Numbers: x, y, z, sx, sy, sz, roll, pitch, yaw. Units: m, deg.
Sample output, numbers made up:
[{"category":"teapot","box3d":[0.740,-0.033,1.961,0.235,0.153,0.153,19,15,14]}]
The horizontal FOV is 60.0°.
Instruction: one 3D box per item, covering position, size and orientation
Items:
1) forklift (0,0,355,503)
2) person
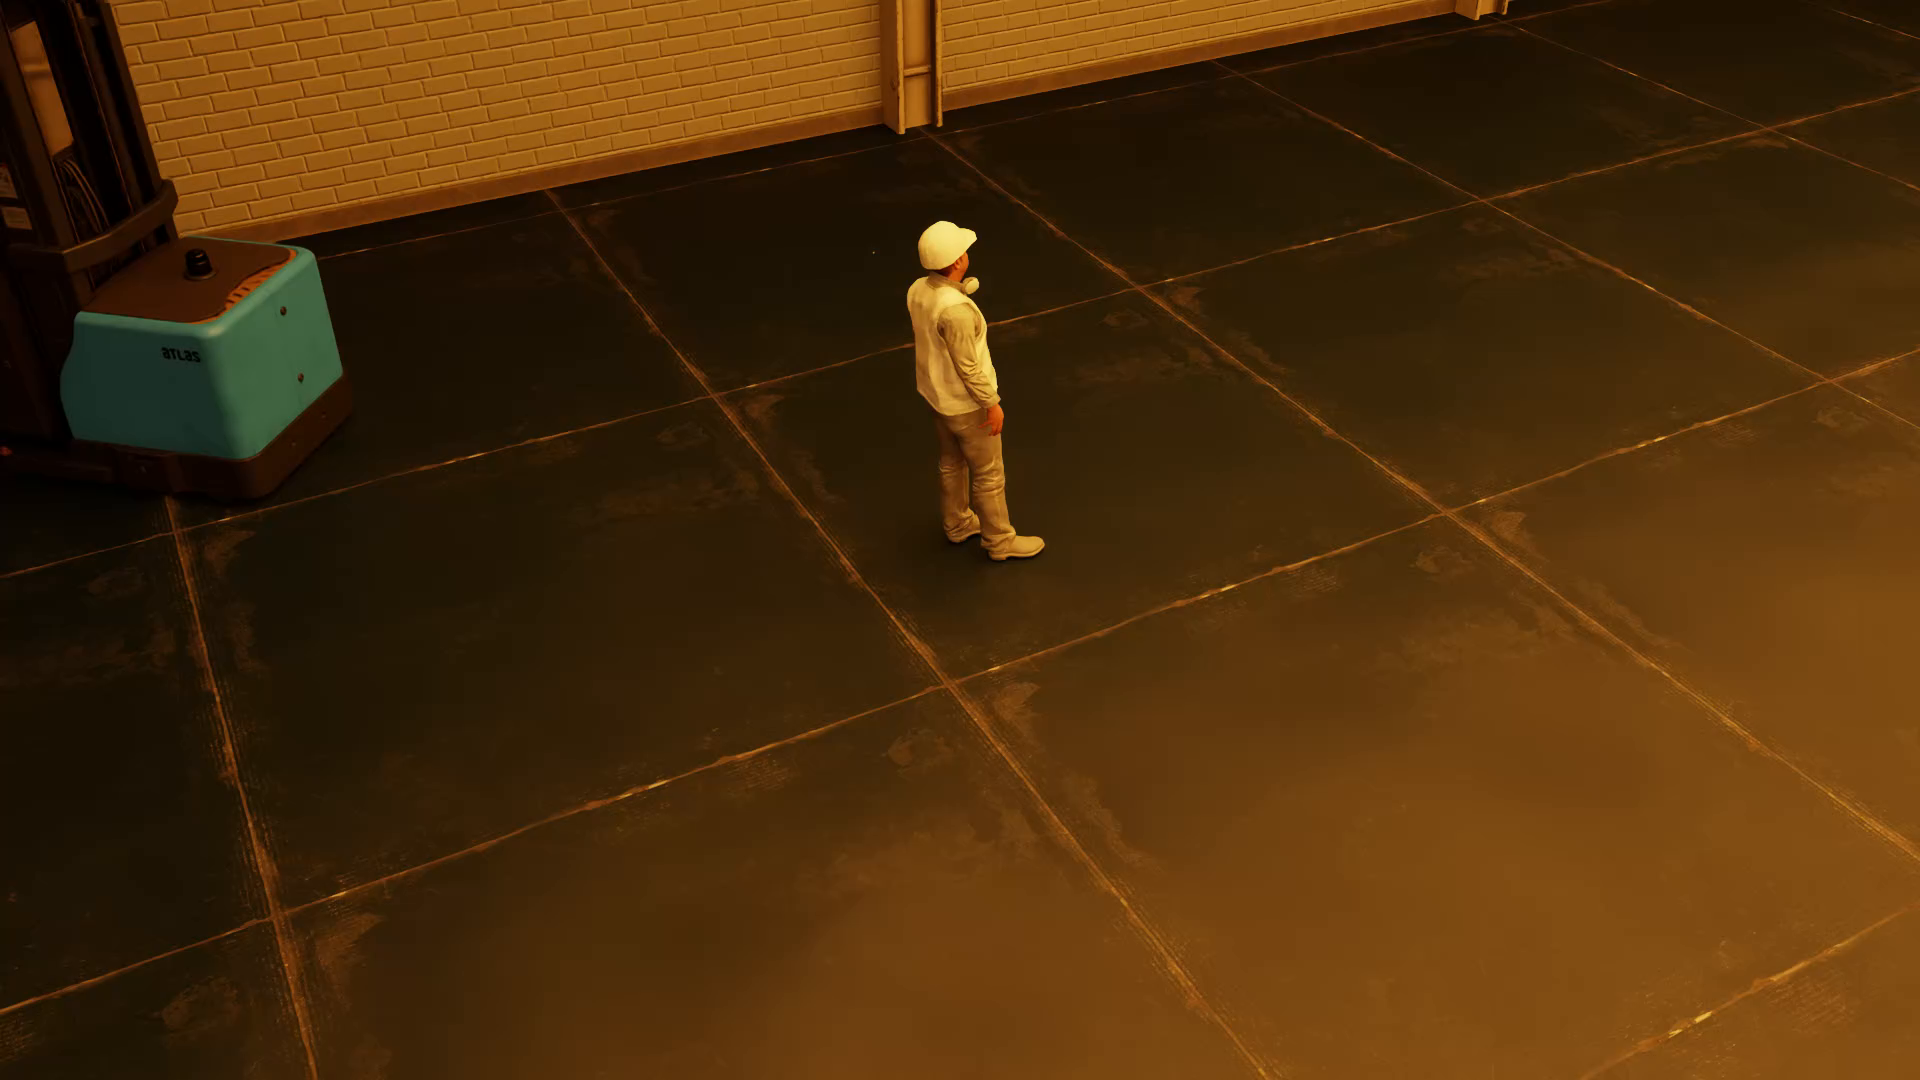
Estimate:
[{"category":"forklift","box3d":[-5.068,-1.832,8.715,3.031,2.935,1.130,7,36,10]},{"category":"person","box3d":[0.058,-0.743,8.164,0.568,1.773,0.632,-17,39,-23]}]
